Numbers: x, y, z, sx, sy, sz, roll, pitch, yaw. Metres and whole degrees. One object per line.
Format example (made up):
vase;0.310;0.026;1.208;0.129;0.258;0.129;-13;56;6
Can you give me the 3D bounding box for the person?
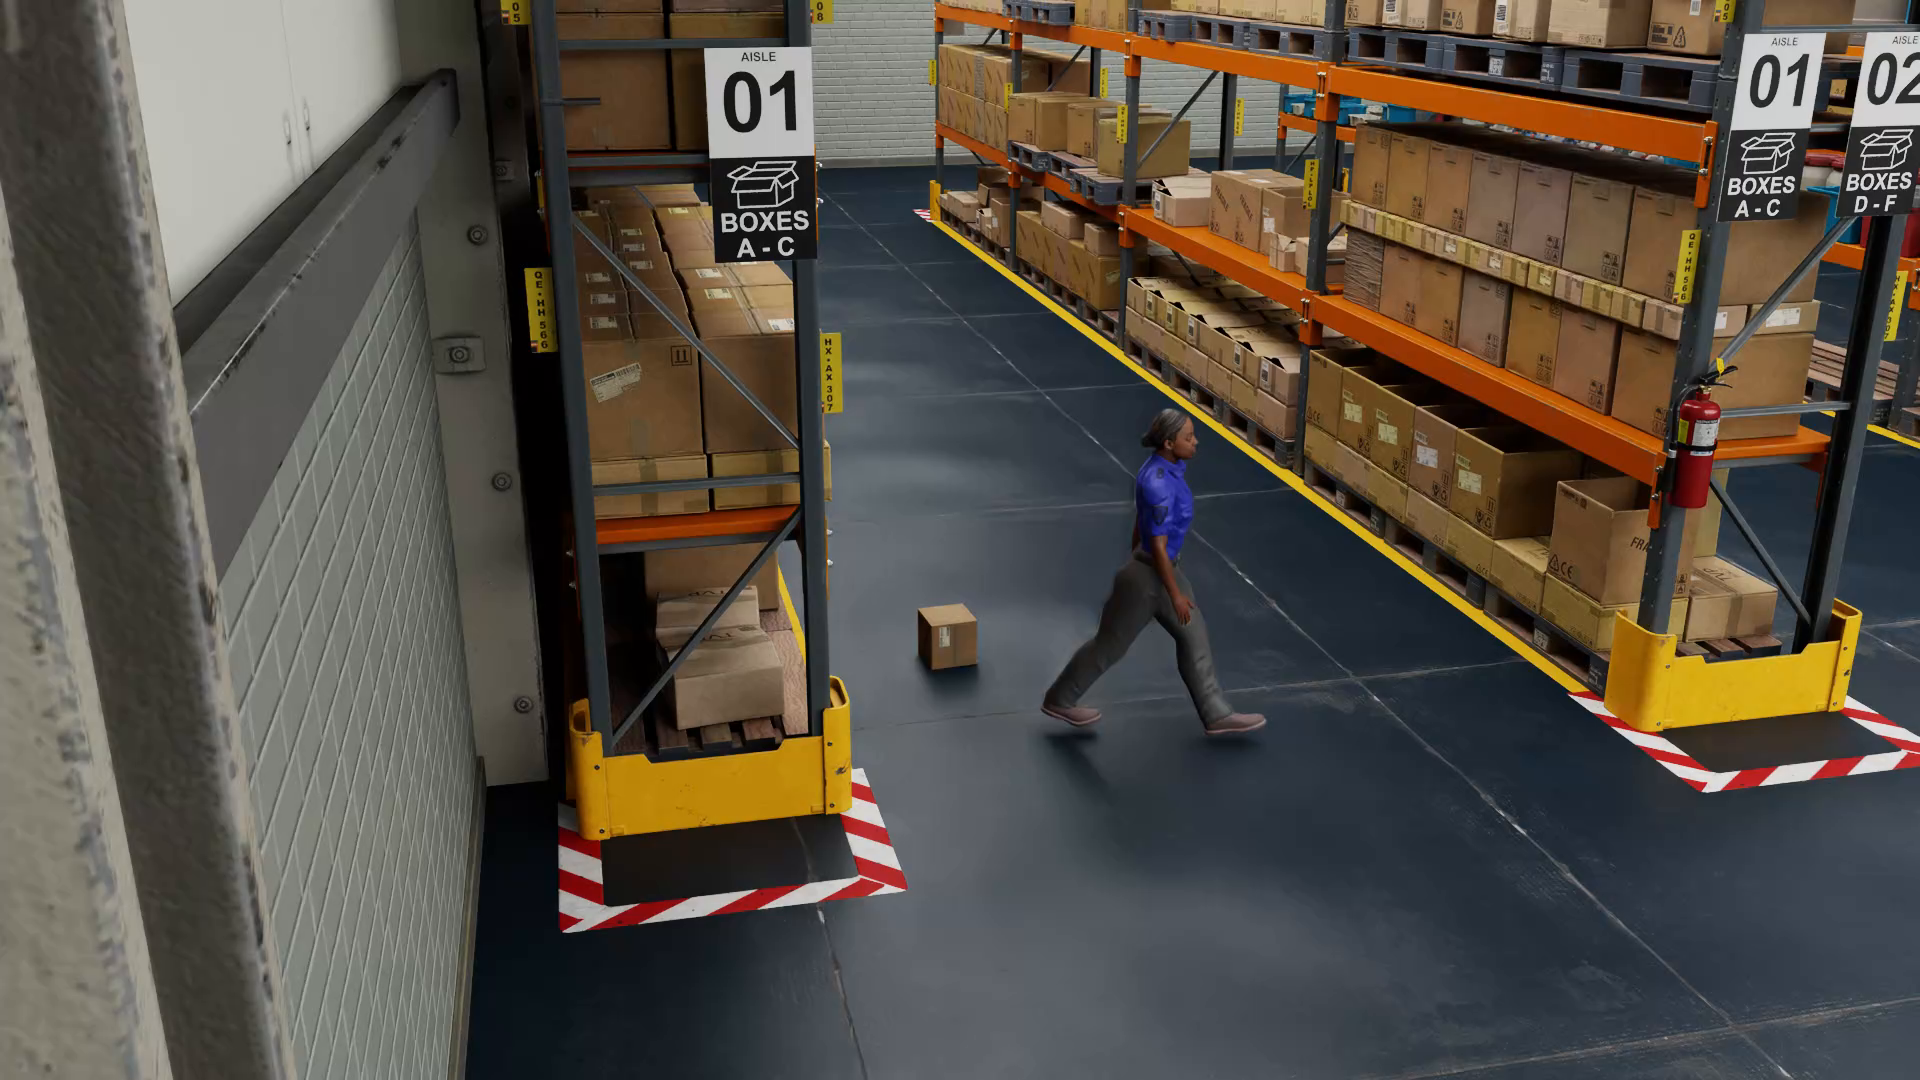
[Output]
person;0.908;0.166;7.635;1.060;1.591;0.450;6;21;15
